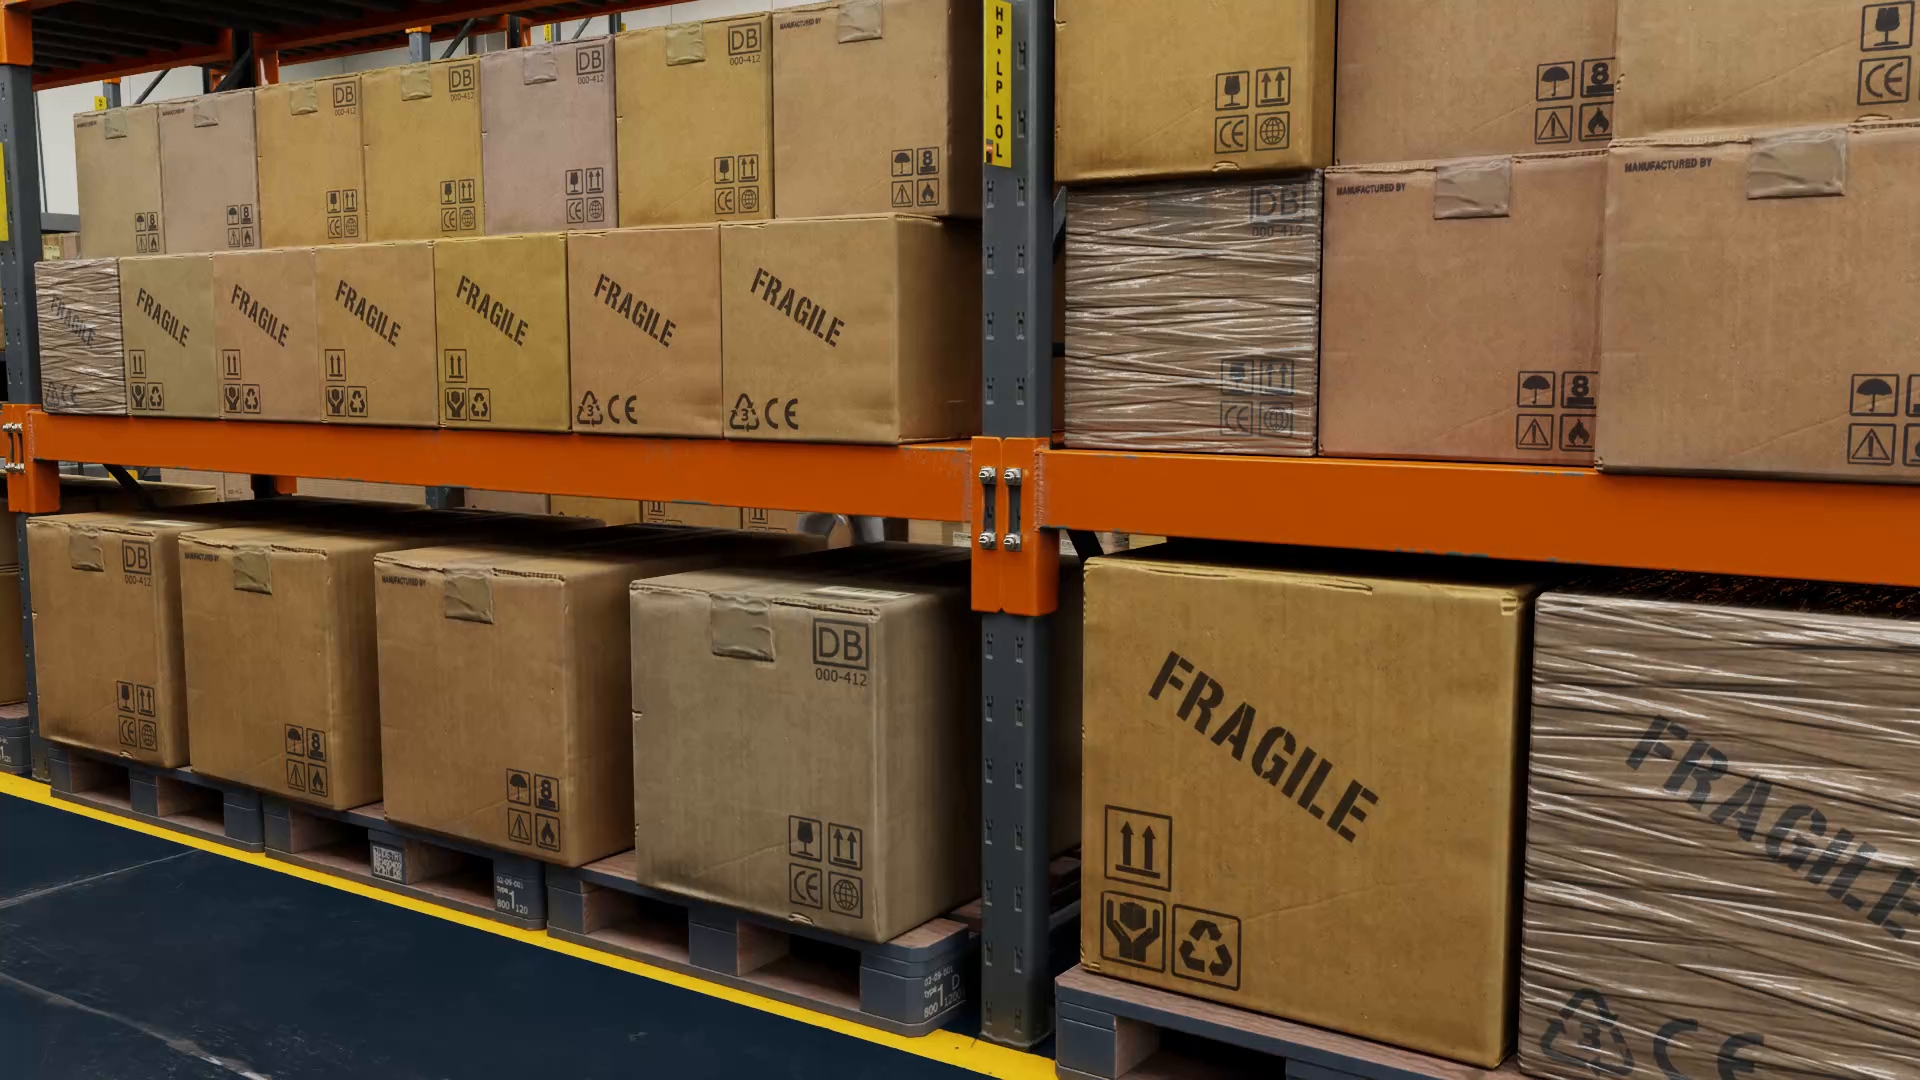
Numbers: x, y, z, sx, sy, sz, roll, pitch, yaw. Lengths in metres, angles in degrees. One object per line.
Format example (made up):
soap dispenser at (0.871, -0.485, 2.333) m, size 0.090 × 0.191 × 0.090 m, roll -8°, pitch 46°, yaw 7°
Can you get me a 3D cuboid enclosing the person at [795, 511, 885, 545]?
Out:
person at (-0.627, -0.270, 8.143) m, size 0.922 × 1.660 × 0.482 m, roll 6°, pitch 9°, yaw 41°
